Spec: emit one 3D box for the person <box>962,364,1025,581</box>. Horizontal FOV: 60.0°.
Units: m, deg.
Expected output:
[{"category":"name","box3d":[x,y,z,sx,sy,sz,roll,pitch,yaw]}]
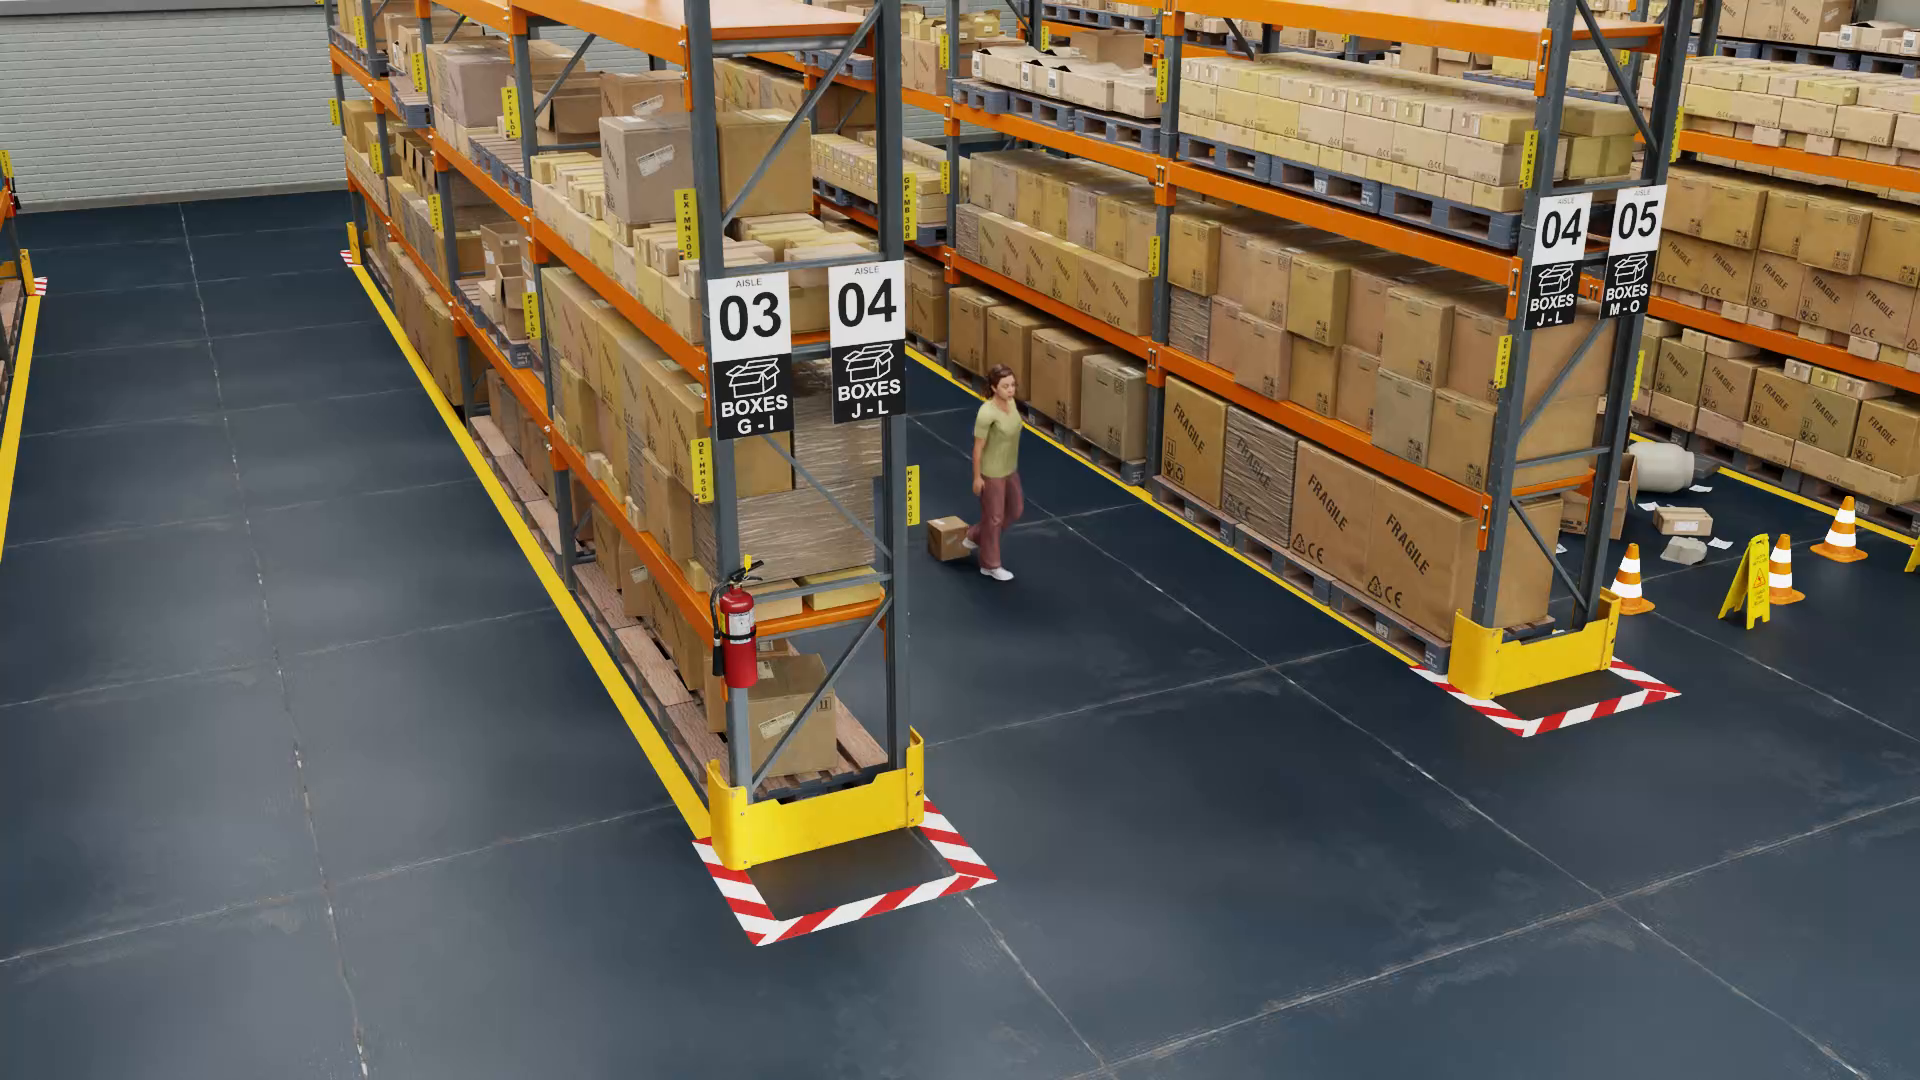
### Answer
[{"category":"person","box3d":[0.210,-0.521,12.282,0.512,1.666,0.519,13,26,29]}]
